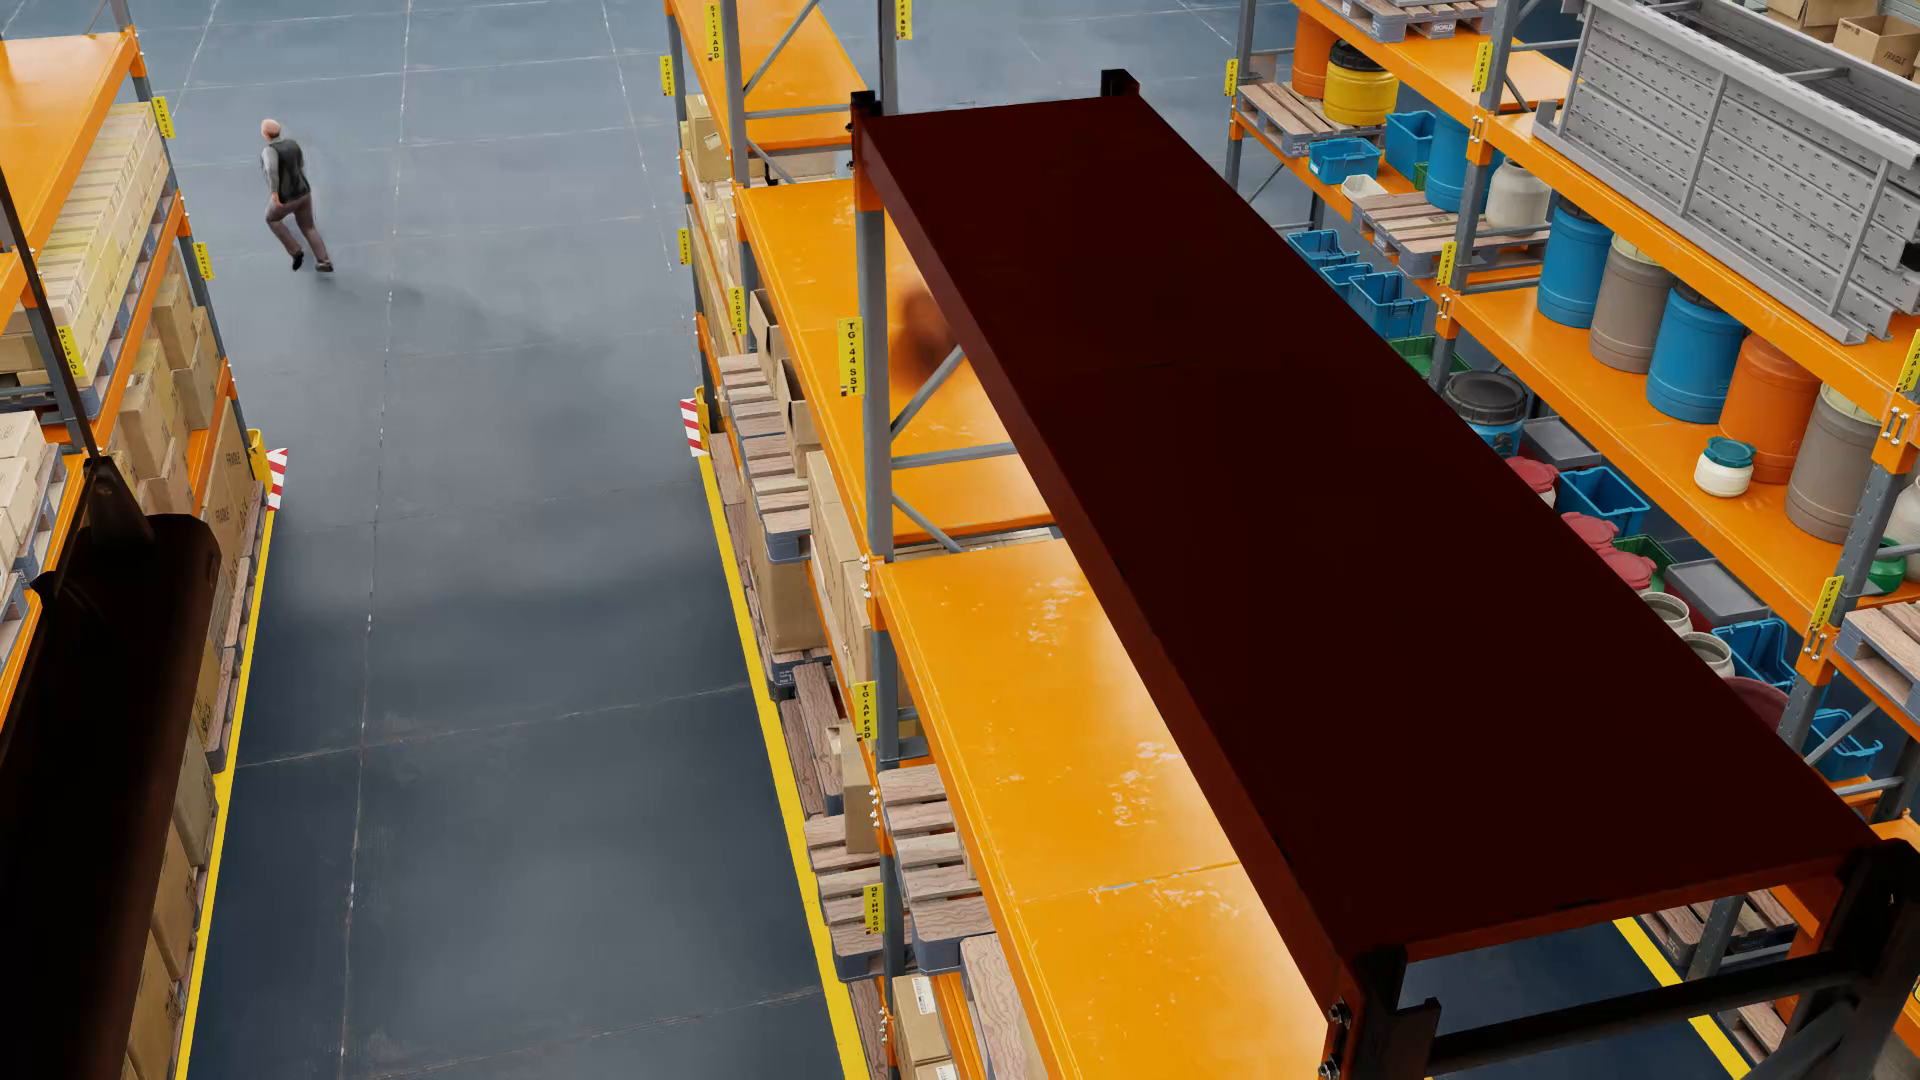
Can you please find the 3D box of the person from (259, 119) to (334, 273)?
[{"bbox_3d":[-7.230,-3.677,17.946,0.813,1.720,0.678,17,38,23],"label":"person"}]
